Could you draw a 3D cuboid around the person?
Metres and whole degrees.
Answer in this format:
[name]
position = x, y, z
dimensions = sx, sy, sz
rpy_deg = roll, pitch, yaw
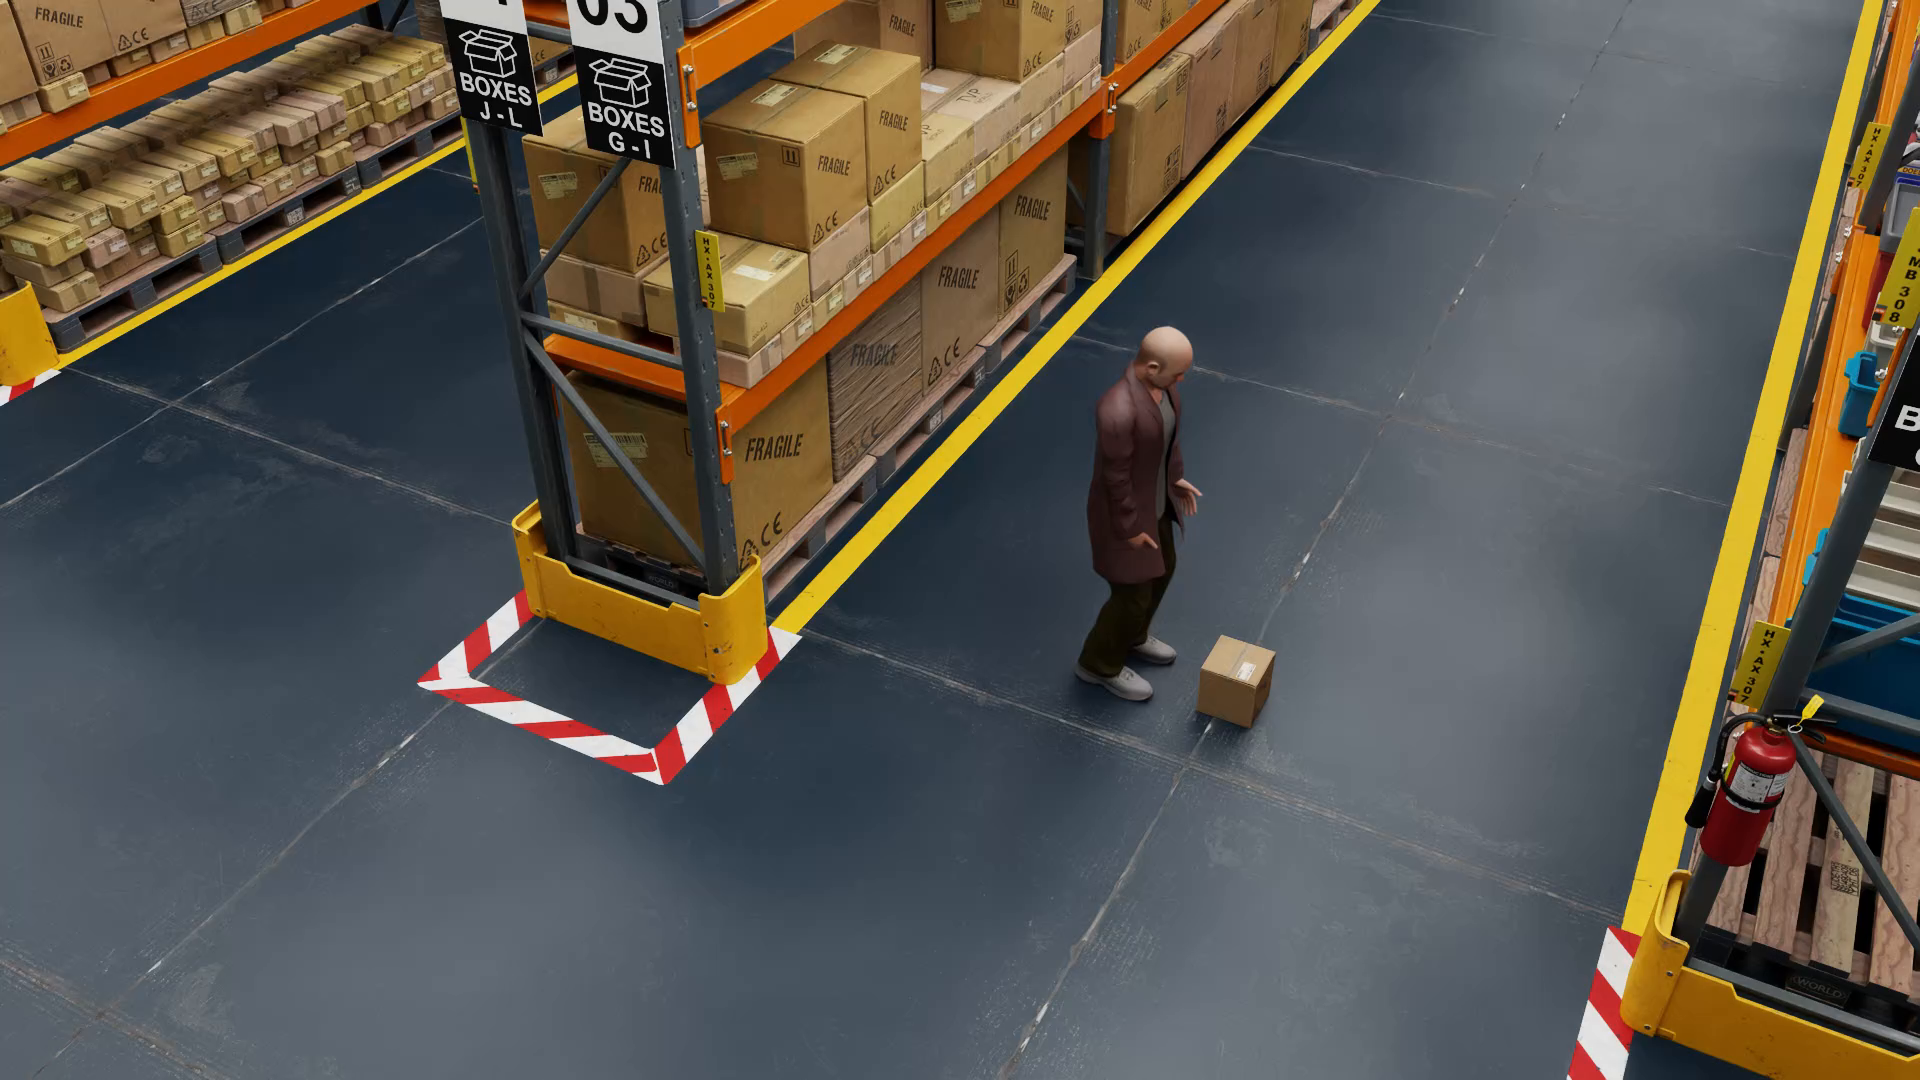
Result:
[person]
position = 0.781, -0.046, 7.026
dimensions = 0.636, 1.538, 0.627
rpy_deg = 18, 41, 22
